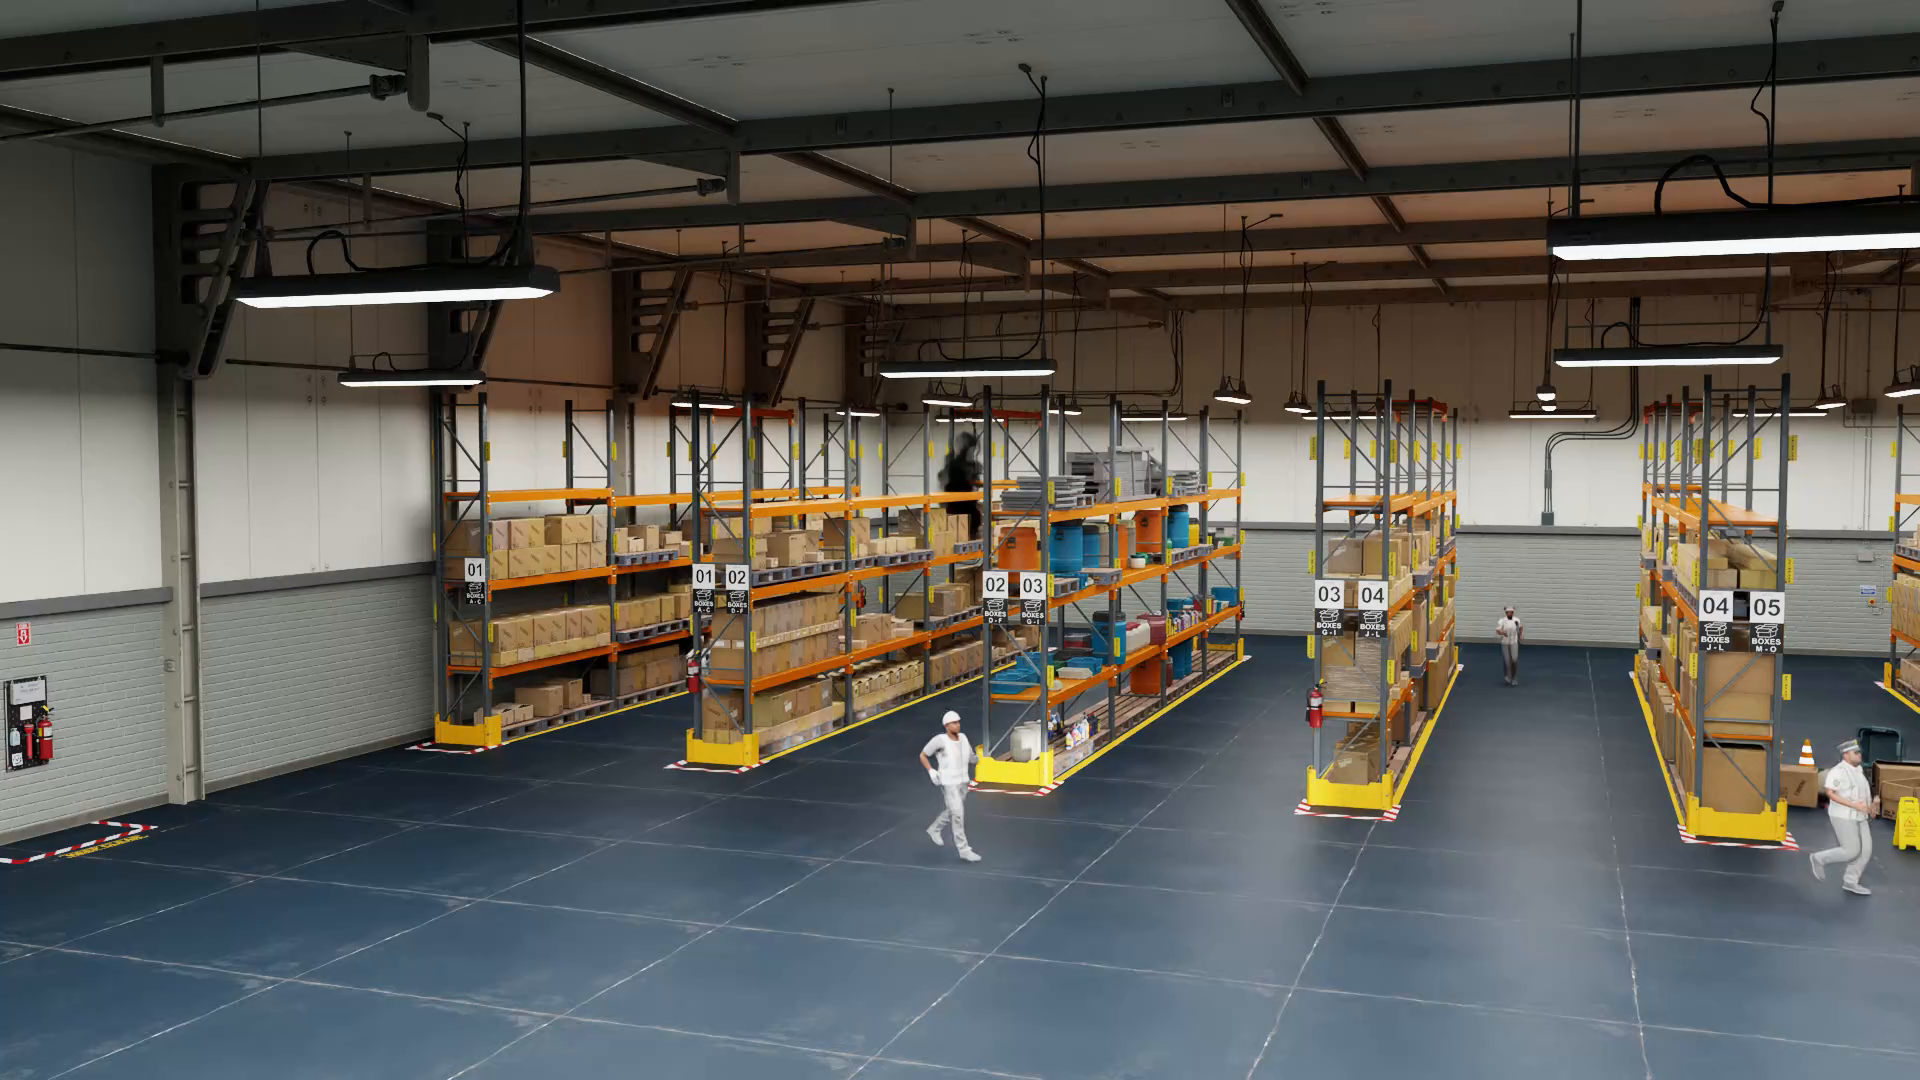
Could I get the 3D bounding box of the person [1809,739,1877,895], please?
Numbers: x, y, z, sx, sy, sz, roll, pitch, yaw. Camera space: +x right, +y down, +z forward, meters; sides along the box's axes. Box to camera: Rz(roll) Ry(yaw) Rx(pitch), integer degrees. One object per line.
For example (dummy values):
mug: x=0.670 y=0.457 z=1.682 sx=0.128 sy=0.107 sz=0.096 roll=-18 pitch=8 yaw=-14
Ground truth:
person: x=10.082 y=3.120 z=18.927 sx=0.664 sy=1.742 sz=0.678 roll=-2 pitch=4 yaw=-35

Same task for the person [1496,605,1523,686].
person: x=11.801 y=2.270 z=35.740 sx=0.562 sy=1.735 sz=0.739 roll=1 pitch=3 yaw=16

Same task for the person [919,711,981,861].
person: x=-0.085 y=2.991 z=20.466 sx=1.001 sy=1.767 sz=0.687 roll=3 pitch=4 yaw=42

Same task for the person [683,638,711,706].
person: x=-4.686 y=2.570 z=29.978 sx=0.577 sy=1.671 sz=0.925 roll=0 pitch=3 yaw=0
